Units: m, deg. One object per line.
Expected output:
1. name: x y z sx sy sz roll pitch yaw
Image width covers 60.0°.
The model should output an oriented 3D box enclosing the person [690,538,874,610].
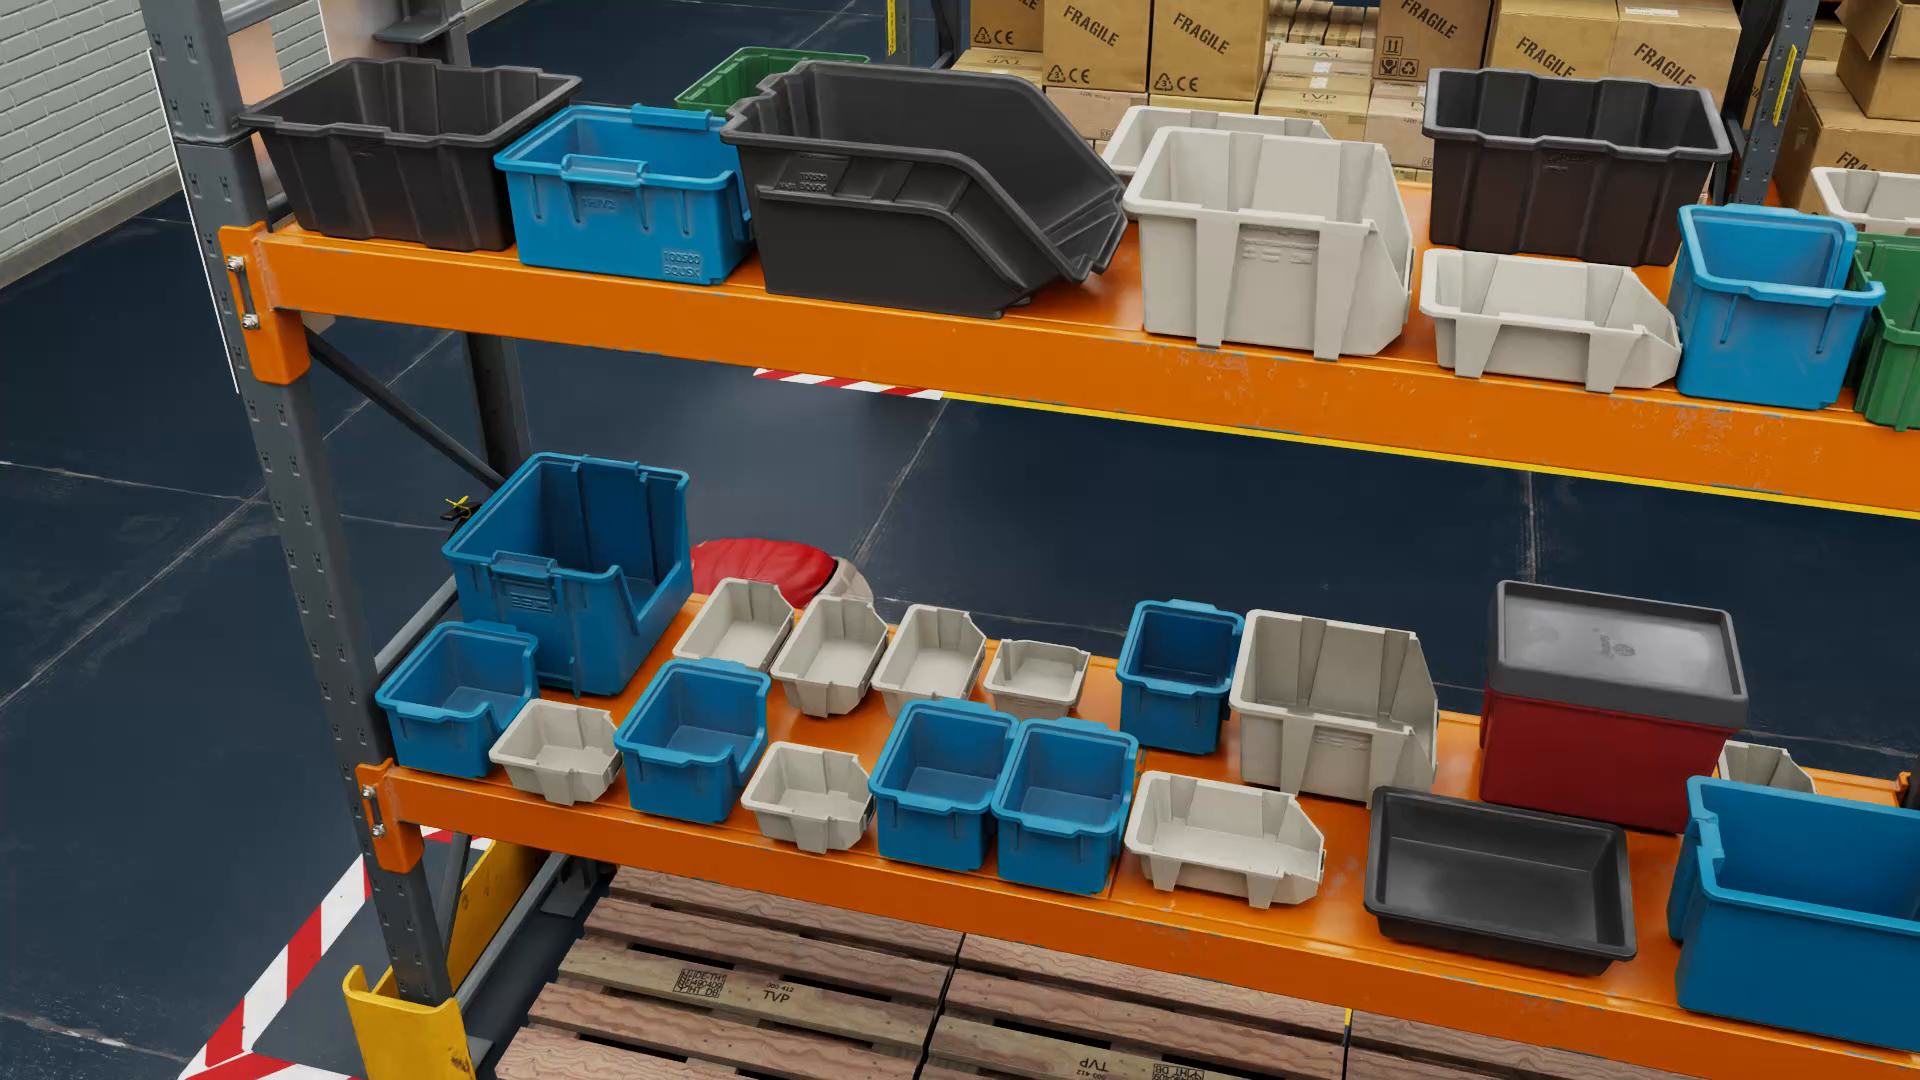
1. person: -0.815 0.387 6.446 0.951 0.803 0.533 7 33 11
